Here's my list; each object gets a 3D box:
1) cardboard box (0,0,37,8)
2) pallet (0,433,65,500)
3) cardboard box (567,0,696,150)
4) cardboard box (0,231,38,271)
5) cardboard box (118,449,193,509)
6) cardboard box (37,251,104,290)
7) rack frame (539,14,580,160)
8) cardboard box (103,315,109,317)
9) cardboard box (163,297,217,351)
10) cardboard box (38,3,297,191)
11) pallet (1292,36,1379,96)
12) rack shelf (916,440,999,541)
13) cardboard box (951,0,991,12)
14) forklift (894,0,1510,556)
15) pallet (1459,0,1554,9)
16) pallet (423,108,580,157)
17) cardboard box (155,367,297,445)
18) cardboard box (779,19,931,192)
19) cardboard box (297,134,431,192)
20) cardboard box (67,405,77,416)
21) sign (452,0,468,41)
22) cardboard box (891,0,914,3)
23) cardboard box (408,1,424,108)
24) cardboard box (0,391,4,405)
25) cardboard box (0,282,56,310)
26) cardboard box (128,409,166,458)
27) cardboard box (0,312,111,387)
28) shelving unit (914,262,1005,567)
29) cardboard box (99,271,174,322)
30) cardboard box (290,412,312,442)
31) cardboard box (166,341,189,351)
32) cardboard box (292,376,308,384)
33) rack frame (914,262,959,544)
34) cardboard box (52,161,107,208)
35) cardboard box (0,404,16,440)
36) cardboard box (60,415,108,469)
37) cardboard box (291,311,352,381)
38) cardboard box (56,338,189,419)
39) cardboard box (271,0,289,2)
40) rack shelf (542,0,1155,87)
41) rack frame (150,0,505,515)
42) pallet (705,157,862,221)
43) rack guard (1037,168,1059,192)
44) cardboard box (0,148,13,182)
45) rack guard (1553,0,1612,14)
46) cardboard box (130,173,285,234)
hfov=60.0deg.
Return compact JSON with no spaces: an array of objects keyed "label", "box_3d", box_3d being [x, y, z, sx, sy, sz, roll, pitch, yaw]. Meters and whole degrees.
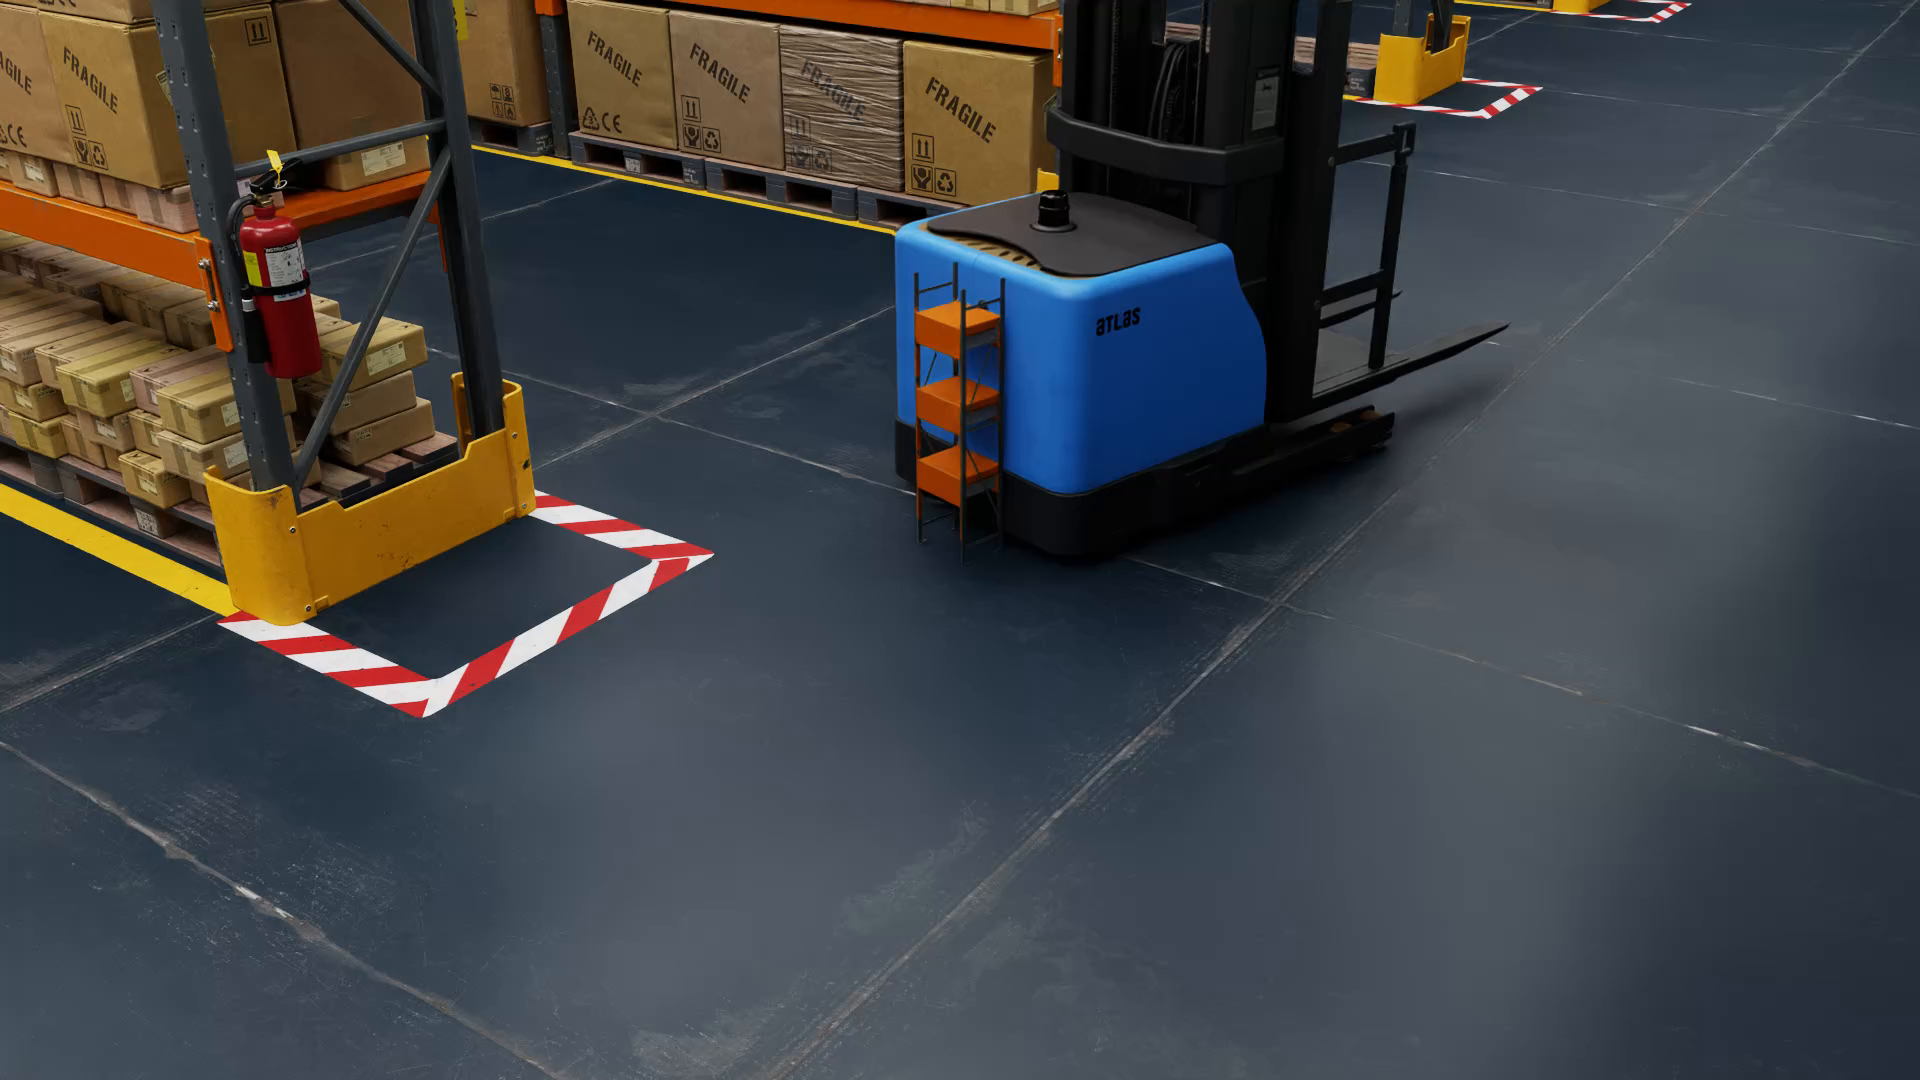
[{"label":"cardboard box","box_3d":[-2.974,-2.051,5.433,0.500,0.500,0.500,16,31,29]},{"label":"pallet","box_3d":[-3.752,-0.586,7.168,1.213,0.211,1.003,17,32,30]},{"label":"cardboard box","box_3d":[-1.946,-3.170,11.051,0.875,0.875,0.875,17,32,30]},{"label":"cardboard box","box_3d":[-4.283,-1.281,7.484,0.250,0.149,0.380,18,32,32]},{"label":"cardboard box","box_3d":[-2.860,-0.276,6.165,0.250,0.149,0.380,18,32,32]},{"label":"cardboard box","box_3d":[-3.779,-1.181,7.288,0.250,0.149,0.380,16,31,29]},{"label":"rack frame","box_3d":[-2.444,-4.129,11.057,0.127,3.000,1.000,17,32,30]},{"label":"cardboard box","box_3d":[-3.658,-0.941,7.144,0.250,0.149,0.380,19,33,33]},{"label":"cardboard box","box_3d":[-2.960,-0.888,6.712,0.250,0.149,0.380,16,31,28]},{"label":"cardboard box","box_3d":[-2.555,-1.470,5.393,0.500,0.500,0.500,18,32,31]},{"label":"pallet","box_3d":[2.999,-3.937,13.754,1.213,0.211,1.003,17,32,30]},{"label":"rack shelf","box_3d":[-0.001,-0.185,6.091,0.215,0.259,0.240,-22,34,-36]},{"label":"cardboard box","box_3d":[0.158,-3.025,9.163,0.250,0.149,0.380,18,32,31]},{"label":"forklift","box_3d":[1.192,-1.789,6.535,3.031,2.935,1.130,-21,34,-35]},{"label":"pallet","box_3d":[5.744,-5.786,17.386,1.213,0.211,1.003,17,32,30]},{"label":"pallet","box_3d":[-3.123,-3.056,12.023,1.213,0.211,1.003,17,32,30]},{"label":"cardboard box","box_3d":[-2.619,-0.497,5.943,0.250,0.149,0.380,18,32,31]},{"label":"cardboard box","box_3d":[-0.470,-2.710,10.148,0.875,0.875,0.875,17,32,30]},{"label":"cardboard box","box_3d":[-2.120,-1.367,5.907,0.250,0.149,0.380,17,32,30]},{"label":"cardboard box","box_3d":[-3.228,-0.592,6.458,0.250,0.149,0.380,17,31,30]},{"label":"sign","box_3d":[-1.732,-1.862,5.648,0.005,0.325,0.100,17,32,30]},{"label":"cardboard box","box_3d":[-0.255,-3.154,9.418,0.250,0.149,0.380,18,32,31]},{"label":"cardboard box","box_3d":[-3.720,-3.755,12.202,0.875,0.875,1.225,16,31,29]},{"label":"cardboard box","box_3d":[-3.700,-0.685,6.642,0.250,0.149,0.380,19,33,33]},{"label":"cardboard box","box_3d":[-3.896,-0.906,6.747,0.250,0.149,0.380,17,32,31]},{"label":"cardboard box","box_3d":[-2.820,-0.439,6.158,0.250,0.149,0.380,16,31,29]},{"label":"cardboard box","box_3d":[-3.509,-0.740,6.421,0.250,0.149,0.380,19,32,32]},{"label":"shelving unit","box_3d":[-0.002,-0.442,5.960,0.215,1.050,0.252,-22,34,-36]},{"label":"cardboard box","box_3d":[-3.374,-1.048,7.025,0.250,0.149,0.380,18,32,31]},{"label":"cardboard box","box_3d":[-2.551,-0.481,6.568,0.250,0.149,0.380,17,32,30]},{"label":"cardboard box","box_3d":[-3.193,-0.814,6.894,0.250,0.149,0.380,16,31,28]},{"label":"cardboard box","box_3d":[-2.519,-0.645,6.562,0.250,0.149,0.380,17,32,30]},{"label":"rack frame","box_3d":[-0.083,-0.483,6.041,0.200,1.050,0.008,-22,34,-36]},{"label":"cardboard box","box_3d":[-2.866,-1.276,5.728,0.250,0.149,0.380,17,32,30]},{"label":"cardboard box","box_3d":[-3.700,-0.554,6.712,0.250,0.149,0.380,18,32,31]},{"label":"cardboard box","box_3d":[-3.240,-0.434,6.476,0.250,0.149,0.380,18,32,31]},{"label":"cardboard box","box_3d":[-2.574,-0.743,6.427,0.250,0.149,0.380,18,32,31]},{"label":"cardboard box","box_3d":[-3.079,-0.602,6.149,0.250,0.149,0.380,17,31,29]},{"label":"cardboard box","box_3d":[-2.258,-2.111,5.550,0.500,0.500,0.500,17,32,30]},{"label":"rack shelf","box_3d":[-0.796,-3.295,10.211,4.000,0.370,1.077,17,32,30]},{"label":"rack frame","box_3d":[-2.039,-1.274,5.446,0.127,3.000,1.000,17,32,30]},{"label":"pallet","box_3d":[-0.852,-2.349,10.633,1.213,0.211,1.003,17,32,30]},{"label":"rack guard","box_3d":[0.873,-1.982,9.593,0.348,0.500,1.175,17,32,30]},{"label":"cardboard box","box_3d":[-3.291,-1.412,5.994,0.250,0.149,0.380,16,31,28]},{"label":"rack guard","box_3d":[6.402,-5.710,16.919,0.348,0.500,1.175,17,32,30]},{"label":"cardboard box","box_3d":[-2.468,-1.140,5.459,0.250,0.149,0.380,17,32,30]}]
